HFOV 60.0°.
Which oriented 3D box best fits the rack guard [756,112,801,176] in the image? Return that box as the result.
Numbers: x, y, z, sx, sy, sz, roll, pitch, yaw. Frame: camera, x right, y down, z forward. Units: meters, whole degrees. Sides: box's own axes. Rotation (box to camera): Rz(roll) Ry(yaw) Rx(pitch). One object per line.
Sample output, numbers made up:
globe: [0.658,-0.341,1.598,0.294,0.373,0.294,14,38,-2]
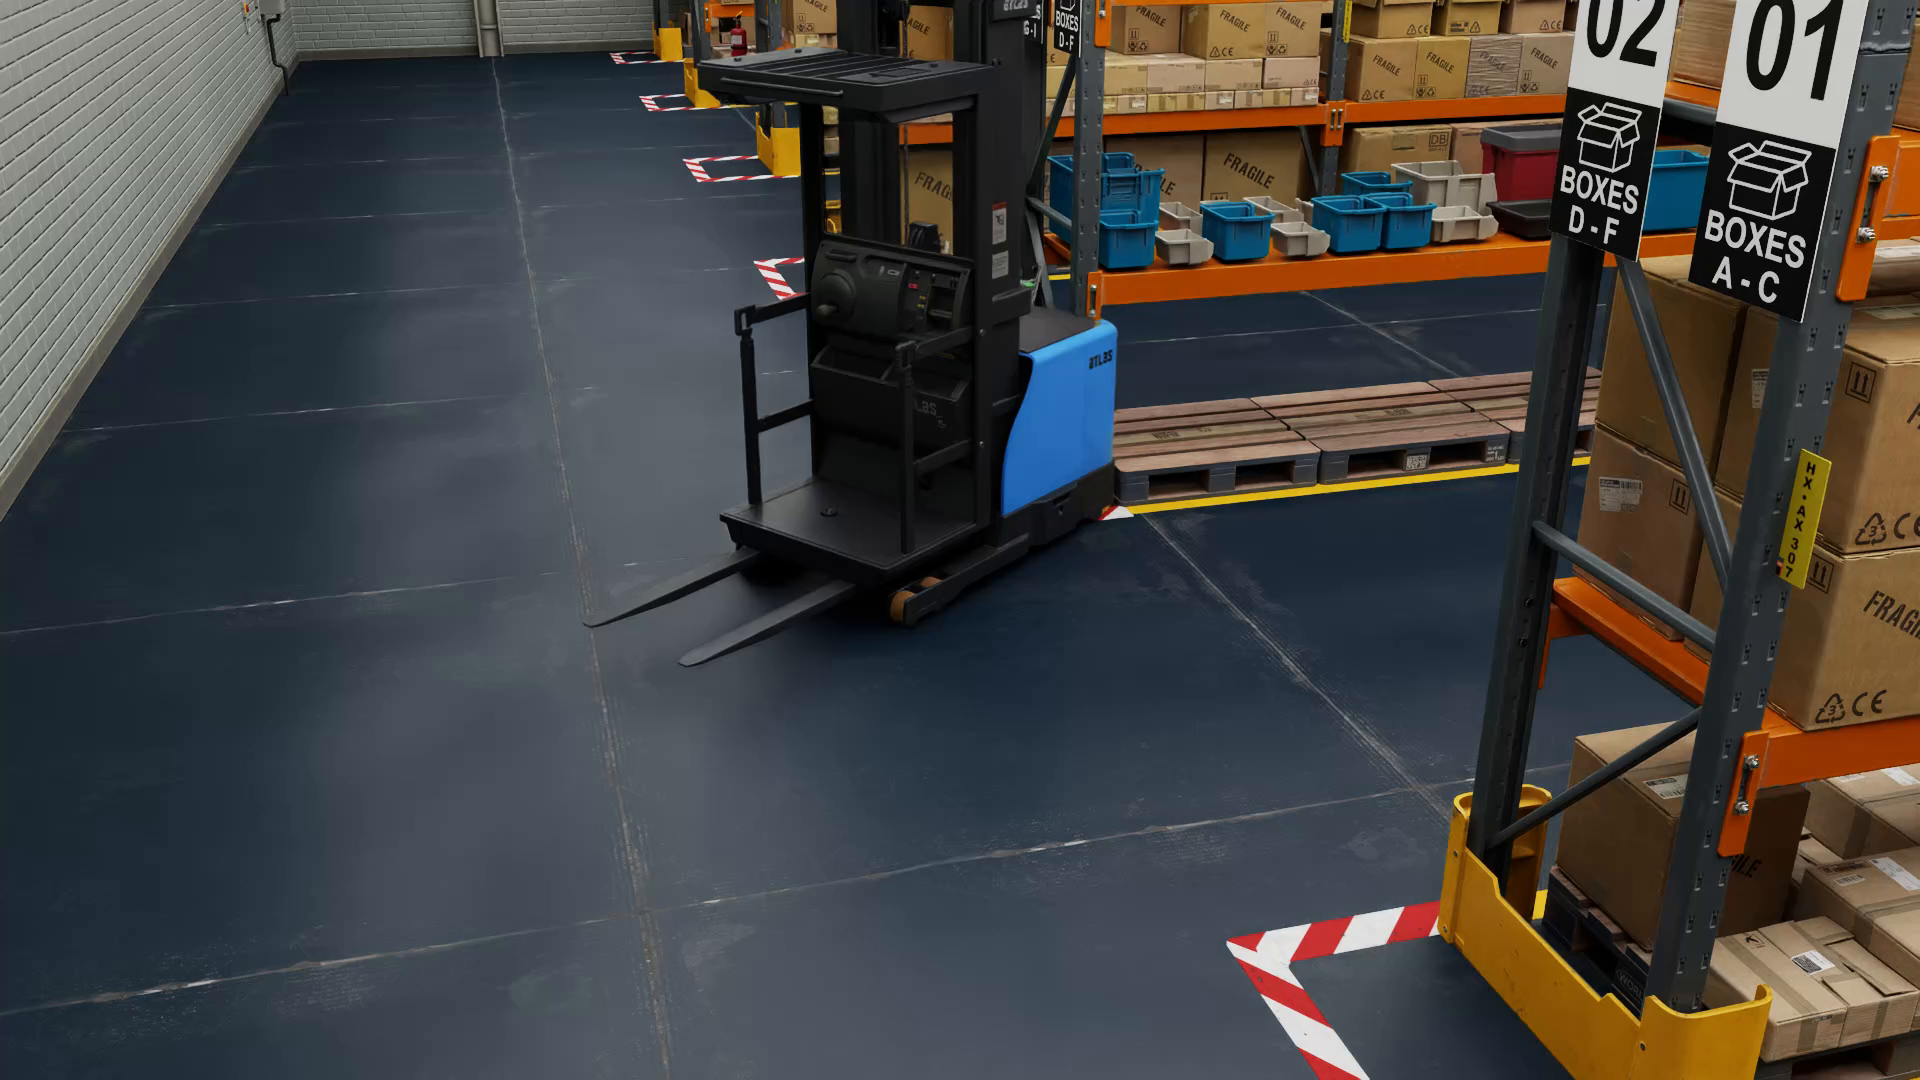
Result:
rack guard: [-1.983,-4.372,18.306,0.348,0.500,1.175,-6,24,-14]

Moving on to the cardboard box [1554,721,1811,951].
cardboard box: [2.316,0.938,5.373,0.500,0.500,0.500,-6,24,-14]

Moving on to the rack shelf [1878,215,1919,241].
rack shelf: [6.302,-2.047,10.629,4.000,0.370,1.077,-6,24,-14]

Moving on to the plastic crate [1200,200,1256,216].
plastic crate: [1.544,-1.826,9.460,0.243,0.136,0.396,-6,24,-14]

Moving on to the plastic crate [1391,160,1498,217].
plastic crate: [2.856,-2.045,9.786,0.530,0.282,0.437,-6,24,-14]

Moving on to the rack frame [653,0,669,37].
rack frame: [-4.835,-9.265,26.540,0.127,3.000,1.000,-6,24,-14]

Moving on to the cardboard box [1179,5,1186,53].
cardboard box: [2.032,-4.454,14.188,0.500,0.500,0.500,-6,24,-14]

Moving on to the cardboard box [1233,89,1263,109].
cardboard box: [2.338,-3.718,13.929,0.250,0.149,0.380,-7,24,-15]

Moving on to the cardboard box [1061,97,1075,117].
cardboard box: [0.855,-3.554,13.547,0.250,0.149,0.380,-7,24,-15]

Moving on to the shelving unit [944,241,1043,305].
shelving unit: [0.071,-1.064,9.506,0.503,1.200,0.258,26,27,26]

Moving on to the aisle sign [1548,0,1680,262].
aisle sign: [1.711,-1.161,4.355,0.004,0.787,0.394,-6,24,-14]

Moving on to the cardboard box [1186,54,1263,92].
cardboard box: [2.186,-3.910,13.872,0.500,0.250,0.500,-6,24,-13]

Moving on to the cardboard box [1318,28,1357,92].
cardboard box: [3.415,-4.244,14.711,0.500,0.500,0.500,-6,24,-14]

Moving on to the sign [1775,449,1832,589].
sign: [2.006,-0.049,3.963,0.005,0.325,0.100,-6,24,-14]

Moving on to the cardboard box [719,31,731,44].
cardboard box: [-3.801,-8.208,27.158,0.250,0.149,0.380,-7,24,-16]

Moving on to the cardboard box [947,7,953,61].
cardboard box: [0.203,-4.033,13.207,0.500,0.500,0.500,-7,24,-16]

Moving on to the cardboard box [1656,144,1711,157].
cardboard box: [6.219,-3.622,15.549,0.875,0.875,1.225,-7,24,-17]

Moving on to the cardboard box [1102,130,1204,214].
cardboard box: [1.514,-3.126,14.393,0.875,0.875,0.875,-6,24,-14]

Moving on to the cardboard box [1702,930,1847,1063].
cardboard box: [2.355,1.336,4.889,0.250,0.149,0.380,-6,24,-14]

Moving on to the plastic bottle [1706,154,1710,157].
plastic bottle: [4.668,-2.272,10.399,0.135,0.276,0.152,-6,24,-14]

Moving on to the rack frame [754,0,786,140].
rack frame: [-2.056,-5.513,17.794,0.127,3.000,1.000,-6,24,-14]

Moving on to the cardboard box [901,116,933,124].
cardboard box: [-0.382,-3.416,13.226,0.250,0.149,0.380,-6,24,-14]

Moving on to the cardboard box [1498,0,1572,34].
cardboard box: [4.909,-4.764,14.650,0.637,0.503,0.797,-6,24,-13]

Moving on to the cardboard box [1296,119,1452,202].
cardboard box: [3.649,-3.337,14.886,0.875,0.875,1.225,-6,24,-14]

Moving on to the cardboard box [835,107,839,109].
cardboard box: [-1.227,-4.671,18.160,0.250,0.149,0.380,-6,24,-13]

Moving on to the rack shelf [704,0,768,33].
rack shelf: [-1.565,-7.264,22.787,4.000,0.370,1.077,-6,24,-14]

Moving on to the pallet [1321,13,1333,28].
pallet: [3.752,-6.050,19.290,1.213,0.211,1.003,-6,24,-14]

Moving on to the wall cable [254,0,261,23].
wall cable: [-9.307,-7.776,21.780,0.122,1.984,0.588,-6,24,-14]

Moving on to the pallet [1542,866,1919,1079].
pallet: [2.700,1.331,5.381,1.213,0.211,1.003,-6,24,-14]

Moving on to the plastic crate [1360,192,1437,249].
plastic crate: [2.408,-1.763,9.190,0.300,0.233,0.416,-6,24,-14]

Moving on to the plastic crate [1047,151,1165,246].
plastic crate: [0.797,-1.889,9.227,0.499,0.435,0.616,-6,24,-14]

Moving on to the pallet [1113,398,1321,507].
pallet: [1.329,-0.530,9.718,1.213,0.211,1.003,-6,24,-14]

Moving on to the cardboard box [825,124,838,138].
cardboard box: [-1.482,-4.491,18.117,0.250,0.149,0.380,-5,24,-12]

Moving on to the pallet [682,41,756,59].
pallet: [-3.994,-8.077,27.307,1.213,0.211,1.003,-6,24,-14]

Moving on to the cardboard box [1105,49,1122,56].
cardboard box: [1.061,-4.004,14.091,0.500,0.250,0.500,-6,24,-14]

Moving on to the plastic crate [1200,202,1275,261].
plastic crate: [1.485,-1.661,8.952,0.300,0.233,0.416,-6,24,-14]

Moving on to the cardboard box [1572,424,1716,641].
cardboard box: [2.217,-0.055,4.946,0.500,0.500,0.500,-6,24,-13]

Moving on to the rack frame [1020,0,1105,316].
rack frame: [0.525,-1.739,8.998,0.127,3.000,1.000,-6,24,-14]

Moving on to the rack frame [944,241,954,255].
rack frame: [-0.126,-1.158,9.613,0.015,1.200,0.240,26,27,26]

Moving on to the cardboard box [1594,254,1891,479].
cardboard box: [2.213,-0.515,4.751,0.500,0.500,0.500,-7,24,-15]

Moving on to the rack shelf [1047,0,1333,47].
rack shelf: [2.450,-2.999,9.044,4.000,0.370,1.077,-6,24,-14]

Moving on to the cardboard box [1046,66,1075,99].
cardboard box: [0.705,-3.745,13.488,0.500,0.250,0.500,-7,24,-16]

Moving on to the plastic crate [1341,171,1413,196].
plastic crate: [2.433,-2.005,9.755,0.300,0.233,0.416,-6,24,-14]

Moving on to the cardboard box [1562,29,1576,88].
cardboard box: [5.500,-4.263,14.754,0.500,0.500,0.500,-7,24,-16]

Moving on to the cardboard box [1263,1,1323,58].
cardboard box: [2.668,-4.307,13.845,0.500,0.500,0.500,-6,24,-13]

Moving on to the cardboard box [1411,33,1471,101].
cardboard box: [4.032,-4.099,14.372,0.500,0.500,0.500,-6,24,-14]

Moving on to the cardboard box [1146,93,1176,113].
cardboard box: [1.596,-3.636,13.738,0.250,0.149,0.380,-7,24,-15]

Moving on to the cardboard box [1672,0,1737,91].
cardboard box: [2.282,-1.322,4.413,0.500,0.250,0.500,-6,24,-14]

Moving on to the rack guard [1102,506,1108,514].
rack guard: [0.505,-0.582,9.473,0.348,0.500,1.175,-6,24,-14]

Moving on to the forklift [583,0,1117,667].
forklift: [-0.467,-1.163,7.744,1.130,2.935,3.031,17,29,35]
